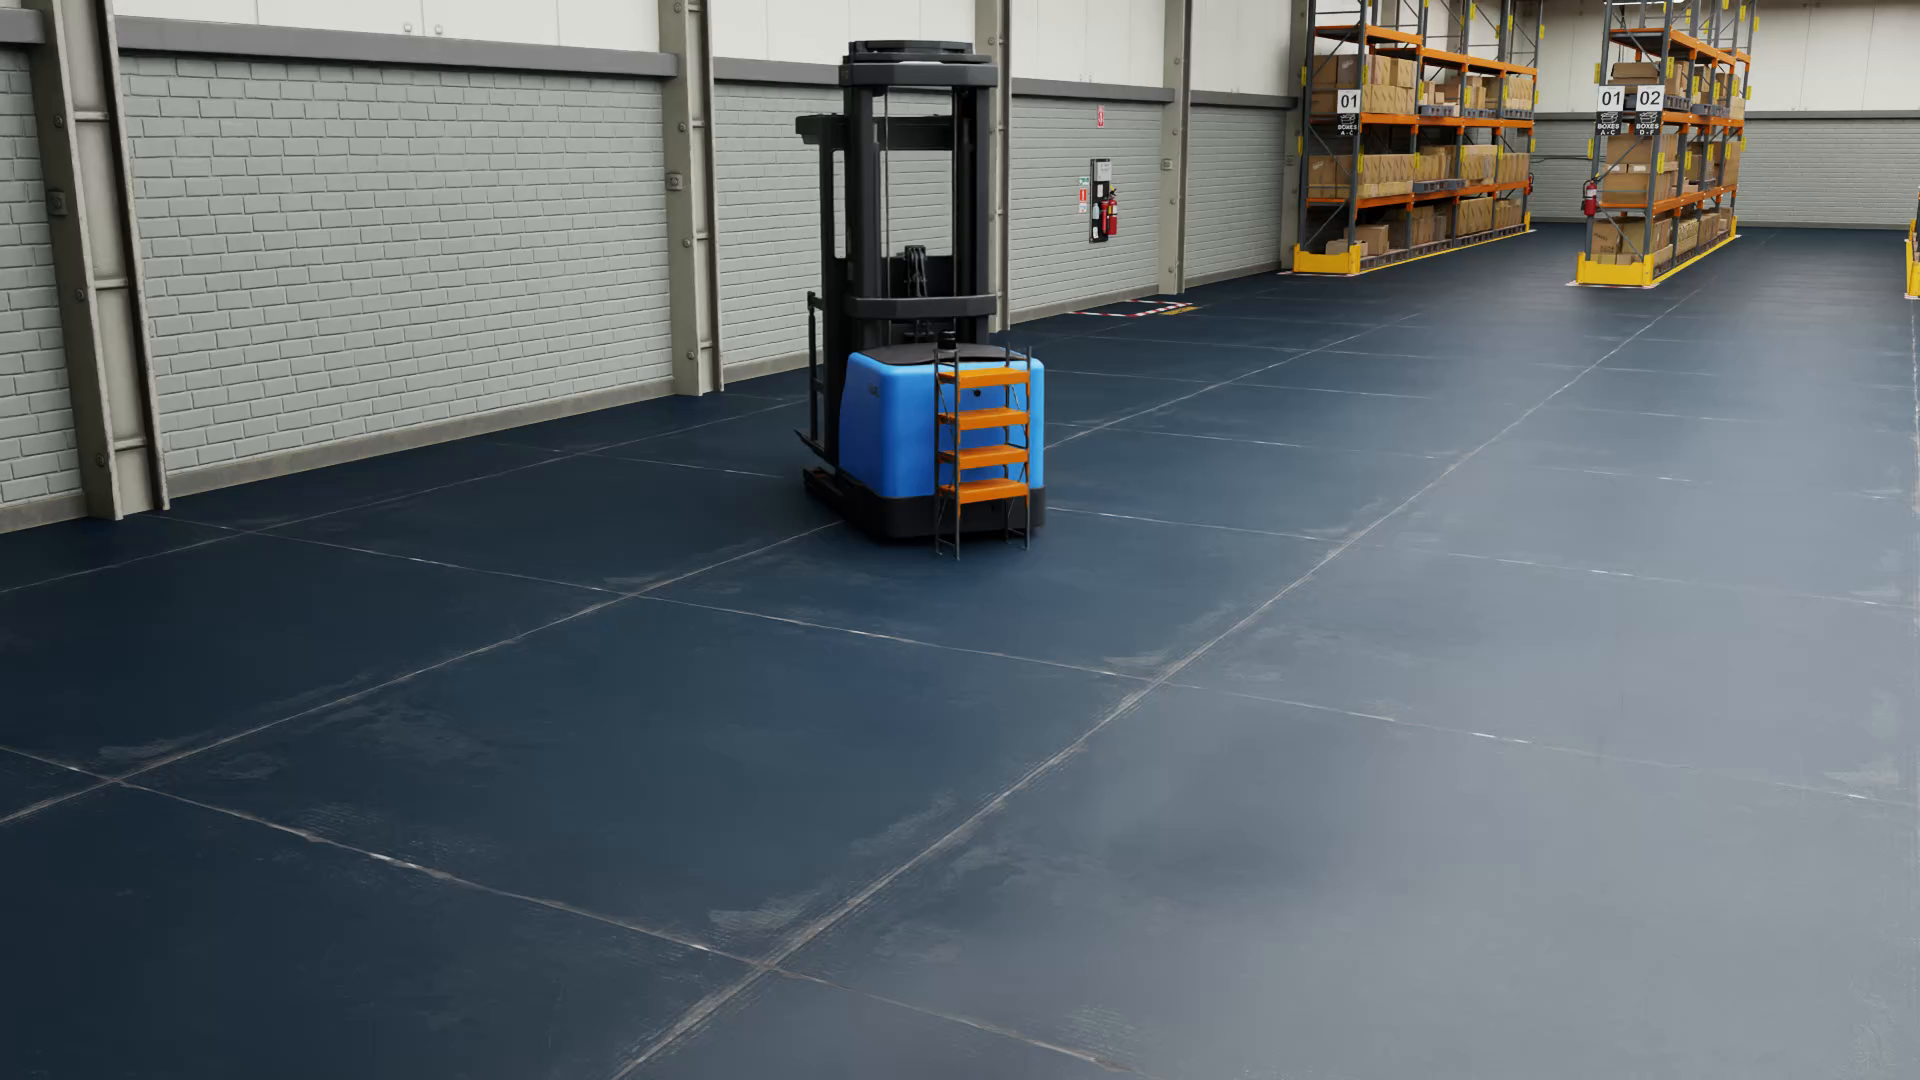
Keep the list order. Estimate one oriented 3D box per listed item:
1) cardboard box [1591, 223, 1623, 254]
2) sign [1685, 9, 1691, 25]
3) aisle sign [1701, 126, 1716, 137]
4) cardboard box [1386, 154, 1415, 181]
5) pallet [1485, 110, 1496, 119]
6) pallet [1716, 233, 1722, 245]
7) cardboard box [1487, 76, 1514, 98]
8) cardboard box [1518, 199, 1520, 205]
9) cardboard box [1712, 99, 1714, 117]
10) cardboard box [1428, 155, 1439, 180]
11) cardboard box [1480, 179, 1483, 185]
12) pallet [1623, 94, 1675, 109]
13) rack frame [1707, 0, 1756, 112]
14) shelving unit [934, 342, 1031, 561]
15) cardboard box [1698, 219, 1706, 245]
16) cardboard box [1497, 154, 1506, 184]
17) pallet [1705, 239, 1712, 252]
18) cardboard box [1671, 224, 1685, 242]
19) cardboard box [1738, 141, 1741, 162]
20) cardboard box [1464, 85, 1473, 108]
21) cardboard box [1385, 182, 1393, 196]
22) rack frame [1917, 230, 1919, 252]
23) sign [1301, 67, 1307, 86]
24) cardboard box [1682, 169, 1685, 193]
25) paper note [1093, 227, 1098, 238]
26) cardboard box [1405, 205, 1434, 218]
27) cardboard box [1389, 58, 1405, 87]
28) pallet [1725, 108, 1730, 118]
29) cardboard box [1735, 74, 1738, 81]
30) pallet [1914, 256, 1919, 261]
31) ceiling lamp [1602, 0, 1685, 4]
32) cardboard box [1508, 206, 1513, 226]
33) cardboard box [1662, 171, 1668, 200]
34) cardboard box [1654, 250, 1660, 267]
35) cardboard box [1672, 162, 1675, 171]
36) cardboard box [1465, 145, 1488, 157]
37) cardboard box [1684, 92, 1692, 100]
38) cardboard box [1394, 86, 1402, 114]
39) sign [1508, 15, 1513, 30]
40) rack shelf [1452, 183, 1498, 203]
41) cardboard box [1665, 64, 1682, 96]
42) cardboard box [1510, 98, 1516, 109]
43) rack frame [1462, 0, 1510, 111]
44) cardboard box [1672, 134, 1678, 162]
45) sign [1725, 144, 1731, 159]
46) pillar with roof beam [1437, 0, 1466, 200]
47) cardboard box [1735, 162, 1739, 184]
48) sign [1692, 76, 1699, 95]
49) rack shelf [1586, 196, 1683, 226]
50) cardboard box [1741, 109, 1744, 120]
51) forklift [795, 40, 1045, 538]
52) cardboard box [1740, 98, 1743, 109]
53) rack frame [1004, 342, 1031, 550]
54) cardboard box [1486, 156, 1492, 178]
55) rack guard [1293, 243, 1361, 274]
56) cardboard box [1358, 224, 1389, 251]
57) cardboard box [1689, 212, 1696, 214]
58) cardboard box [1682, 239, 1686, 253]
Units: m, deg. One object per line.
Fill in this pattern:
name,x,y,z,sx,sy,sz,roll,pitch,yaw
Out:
cardboard box,10.961,-5.138,28.316,0.500,0.500,0.500,7,15,28
sign,16.298,-11.698,37.196,0.100,0.325,0.005,7,15,28
aisle sign,18.473,-10.356,41.042,0.394,0.787,0.004,7,15,28
cardboard box,8.600,-7.313,32.643,0.500,0.500,0.500,7,15,28
pallet,12.025,-9.956,38.939,0.805,0.209,1.217,7,15,26
pallet,17.097,-7.009,38.658,1.003,0.211,1.213,7,15,28
cardboard box,13.016,-10.902,40.064,0.500,0.500,0.500,7,15,28
cardboard box,14.206,-8.708,42.806,0.380,0.149,0.250,7,15,27
cardboard box,15.258,-9.108,34.801,0.910,0.500,0.500,7,15,28
cardboard box,9.691,-7.871,35.129,0.700,0.500,0.500,7,15,28
cardboard box,11.991,-8.365,38.824,0.380,0.149,0.250,7,15,28
pallet,11.327,-7.320,27.783,1.003,0.211,1.213,7,15,28
rack frame,18.697,-11.961,40.448,1.000,3.000,0.127,7,15,28
shelving unit,0.130,-0.515,9.611,0.503,1.200,0.258,-8,16,-31
cardboard box,15.300,-6.463,34.837,0.500,0.500,0.500,8,16,30
cardboard box,12.702,-9.040,40.491,0.980,0.700,0.700,8,16,29
pallet,15.815,-6.446,36.322,1.003,0.211,1.213,7,15,28
cardboard box,13.561,-5.882,31.804,0.500,0.311,0.500,7,15,27
cardboard box,18.723,-9.457,40.514,0.500,0.500,0.500,7,15,28
cardboard box,11.165,-10.017,37.633,0.700,0.500,0.500,8,16,31
cardboard box,7.875,-6.639,31.449,0.500,0.250,0.500,8,15,29
rack frame,19.164,-6.842,32.012,1.000,3.000,0.127,7,15,28
sign,6.148,-8.278,29.682,0.100,0.325,0.005,7,15,28
cardboard box,14.033,-7.106,32.896,0.500,0.500,0.500,6,15,25
paper note,1.931,-4.374,23.656,0.016,0.148,0.142,7,15,28
cardboard box,9.859,-7.064,35.728,0.500,0.250,0.500,8,16,29
cardboard box,8.054,-8.791,31.306,0.500,0.500,0.500,7,15,26
pallet,16.387,-9.465,36.895,1.213,0.211,1.003,7,15,28
cardboard box,17.568,-10.511,38.486,0.700,0.500,0.500,7,15,28
pallet,18.165,-5.082,30.663,1.003,0.211,1.213,7,15,28
ceiling lamp,17.868,-15.624,43.186,2.000,3.185,0.800,7,15,28
cardboard box,13.624,-8.233,42.223,0.700,0.500,0.500,7,15,26
cardboard box,12.192,-6.328,29.670,0.700,0.500,0.500,8,16,29
cardboard box,11.897,-4.920,29.012,0.500,0.250,0.500,7,15,28
cardboard box,12.707,-6.762,30.086,0.380,0.149,0.250,7,15,26
cardboard box,11.921,-9.019,38.553,0.500,0.250,0.500,8,16,29
cardboard box,13.874,-8.558,32.154,0.500,0.250,0.500,6,15,23
cardboard box,8.040,-8.308,31.438,0.500,0.500,0.500,7,15,26
sign,12.906,-12.135,39.005,0.100,0.325,0.005,7,15,28
rack shelf,11.459,-8.025,38.454,1.077,0.370,4.000,7,15,28
cardboard box,12.005,-7.851,28.391,0.500,0.500,0.500,7,15,28
cardboard box,13.249,-10.638,40.568,0.500,0.250,0.500,7,15,27
rack frame,12.426,-11.701,39.369,1.000,3.000,0.127,7,15,28
cardboard box,12.687,-7.170,30.395,0.700,0.500,0.500,7,15,28
sign,17.251,-8.725,37.353,0.100,0.325,0.005,7,15,28
pillar with roof beam,15.775,-11.455,38.348,9.100,9.000,0.400,7,15,28
cardboard box,18.719,-8.971,40.630,0.500,0.500,0.500,8,16,30
sign,13.383,-8.268,30.258,0.100,0.325,0.005,7,15,28
rack shelf,11.930,-5.823,29.321,1.077,0.370,4.000,7,15,28
cardboard box,18.680,-10.295,40.256,0.500,0.250,0.500,7,15,28
forklift,-0.437,-1.736,10.980,1.130,2.935,3.031,-5,14,-18
cardboard box,18.431,-10.436,39.776,0.500,0.250,0.500,7,15,28
rack frame,0.337,-0.546,9.738,0.015,1.200,0.240,-8,16,-31
cardboard box,12.185,-8.759,39.073,0.500,0.500,0.500,8,15,28
rack guard,6.661,-5.123,30.217,1.175,0.500,0.348,7,15,28
cardboard box,8.091,-5.925,32.603,0.500,0.500,0.500,6,15,24
cardboard box,16.791,-7.372,38.607,0.500,0.500,0.500,7,15,28
cardboard box,13.804,-5.716,32.315,0.500,0.250,0.500,7,15,26
